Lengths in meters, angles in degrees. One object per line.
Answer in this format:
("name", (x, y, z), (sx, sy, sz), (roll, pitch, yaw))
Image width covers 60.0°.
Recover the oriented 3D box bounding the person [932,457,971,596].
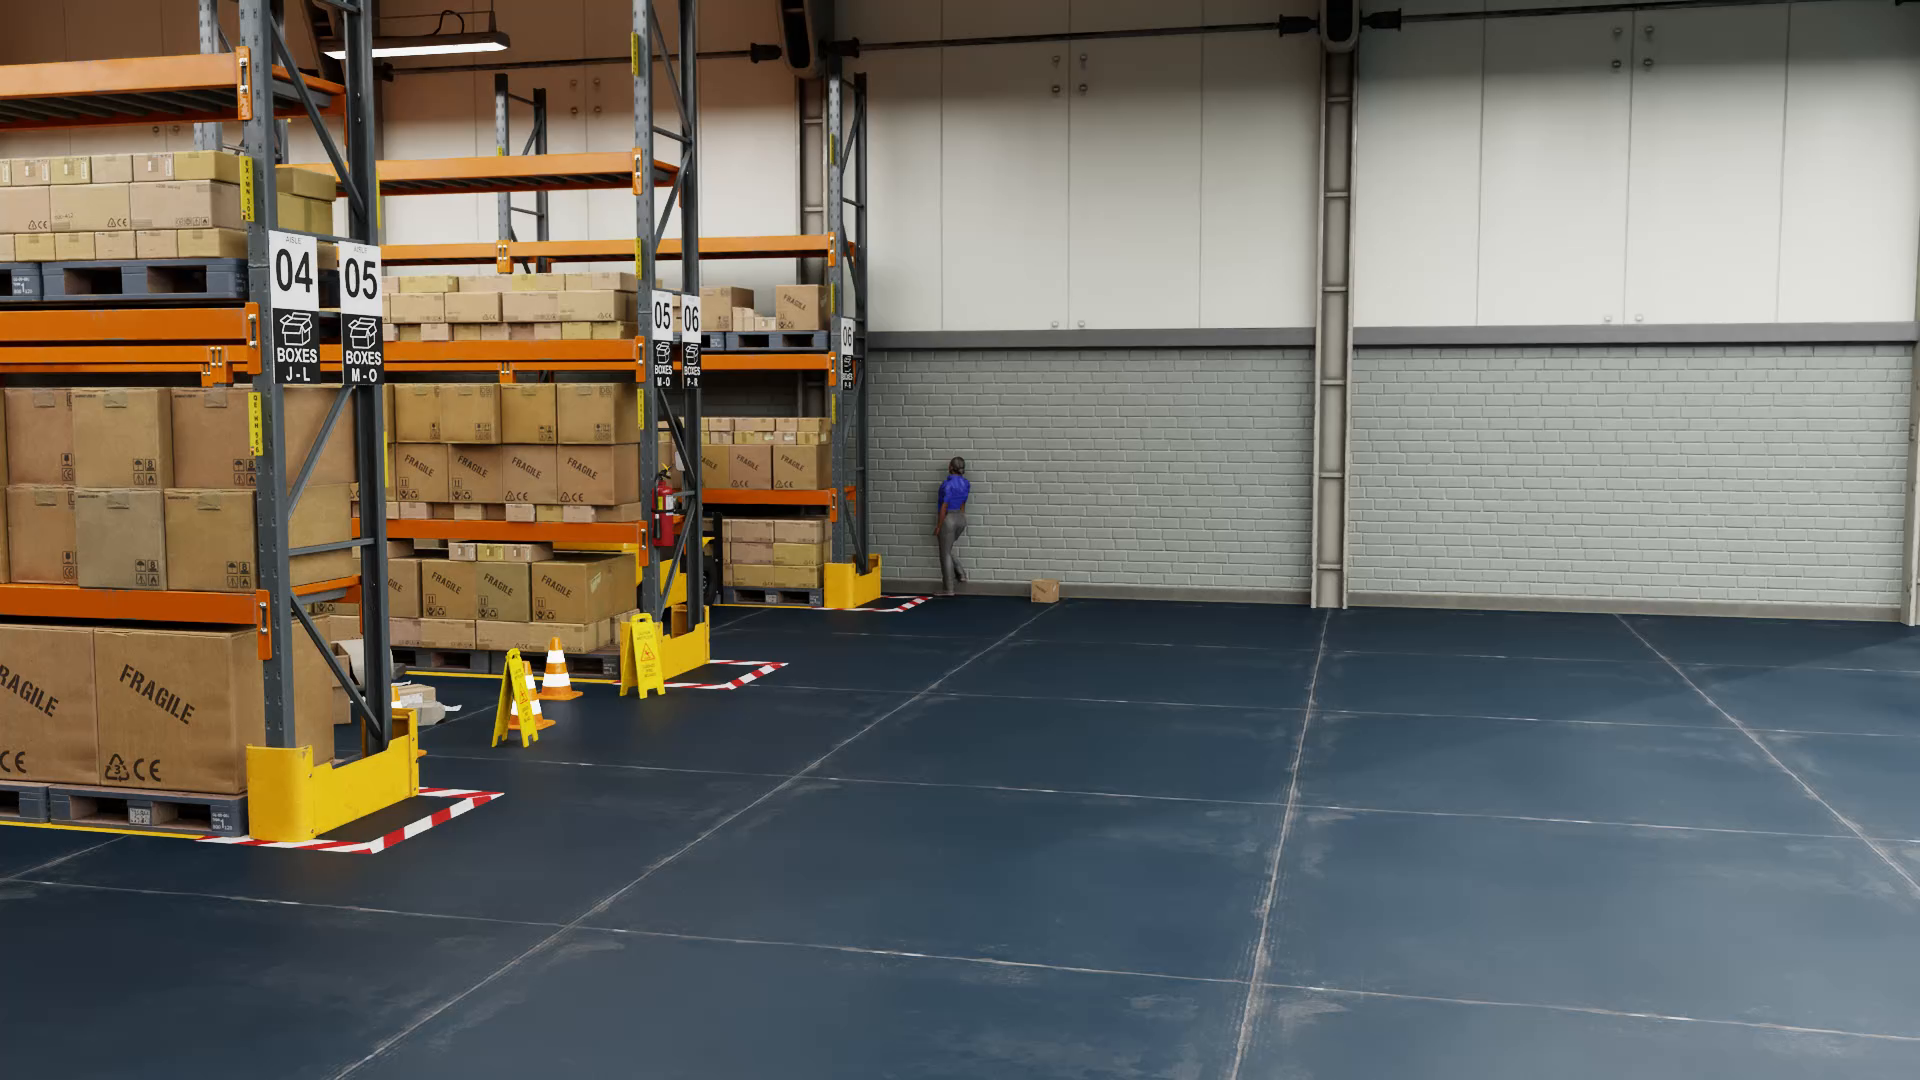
("person", (-0.118, -0.166, 19.591), (0.523, 1.638, 0.446), (5, 7, 43))
